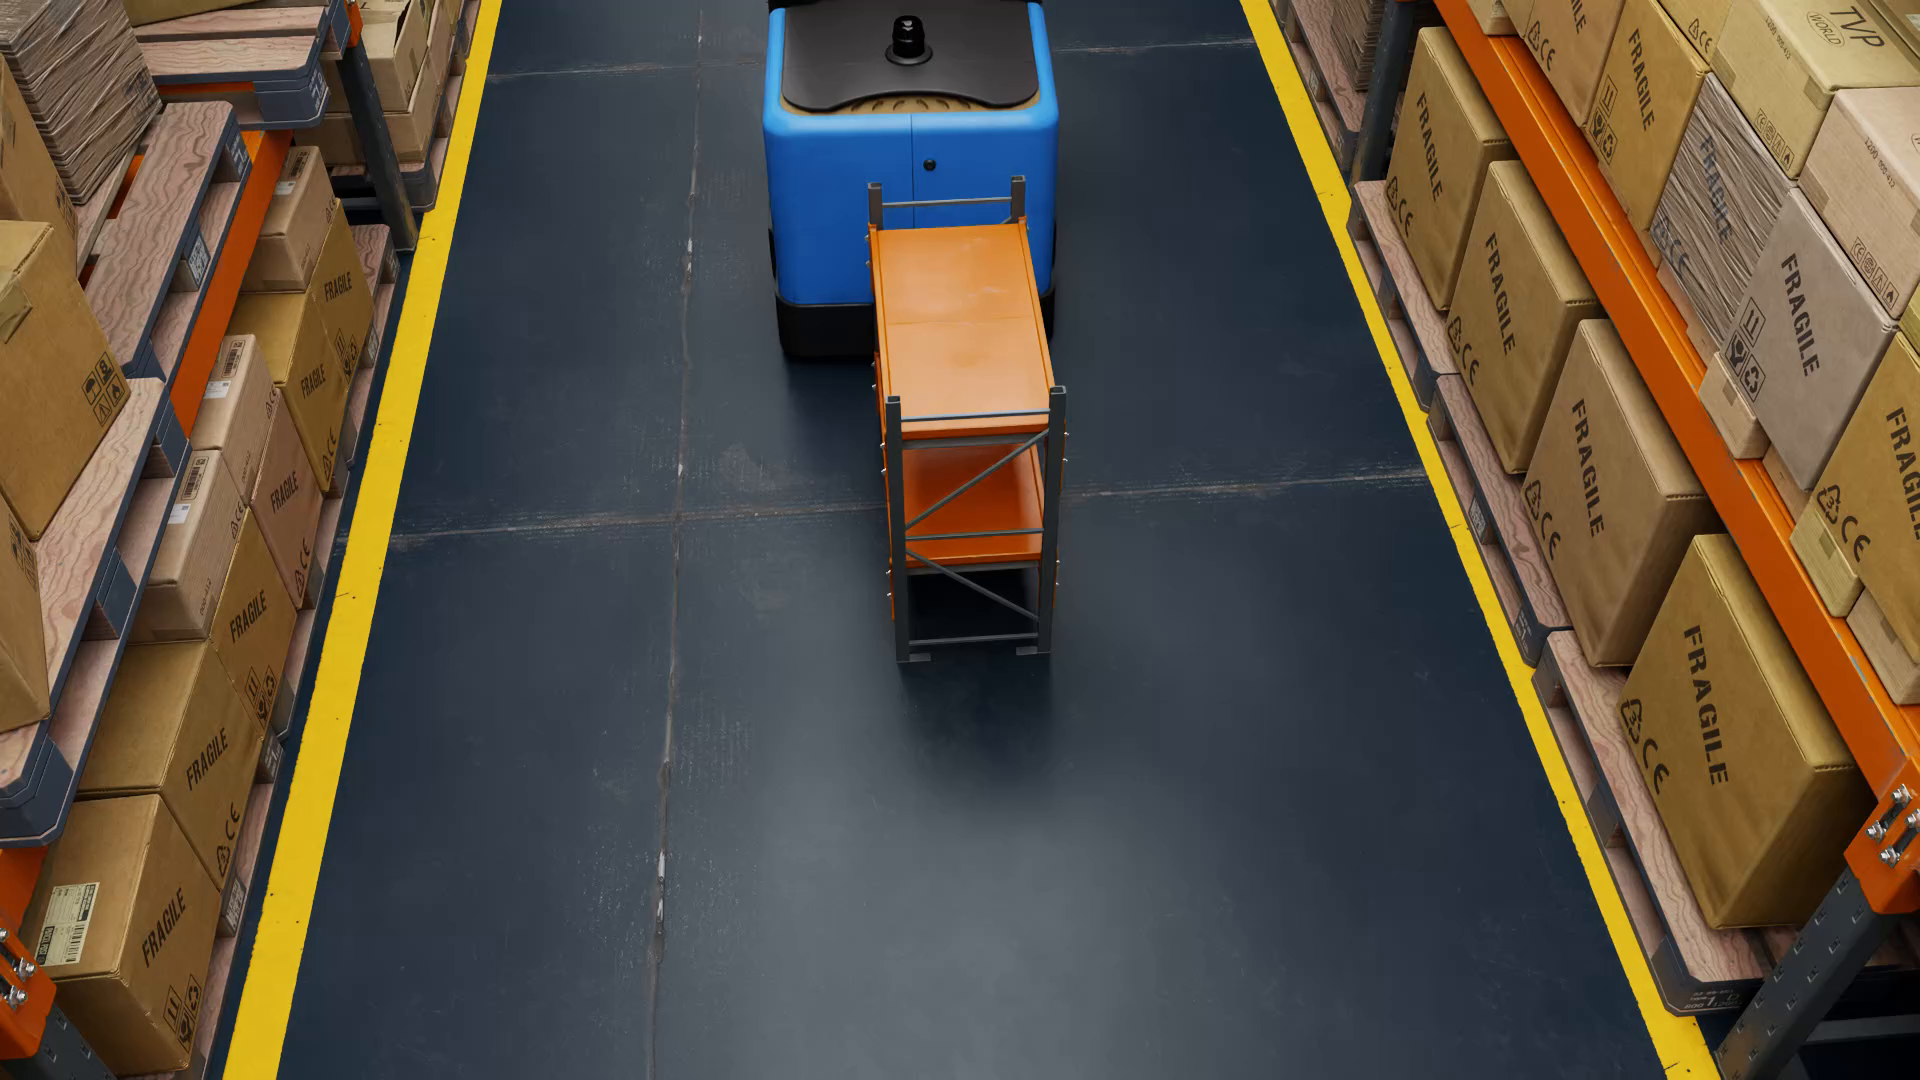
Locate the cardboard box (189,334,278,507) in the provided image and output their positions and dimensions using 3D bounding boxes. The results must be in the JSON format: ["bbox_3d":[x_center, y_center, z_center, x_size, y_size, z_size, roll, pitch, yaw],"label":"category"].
[{"bbox_3d":[-2.346,-0.339,4.907,0.500,0.250,0.500,-4,47,-4],"label":"cardboard box"}]

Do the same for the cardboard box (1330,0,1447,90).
[{"bbox_3d":[2.067,-2.346,7.324,0.700,0.500,0.500,-3,47,-3],"label":"cardboard box"}]

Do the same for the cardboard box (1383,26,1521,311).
[{"bbox_3d":[2.110,-1.401,6.202,0.750,0.750,0.750,-4,47,-4],"label":"cardboard box"}]

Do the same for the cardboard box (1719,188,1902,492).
[{"bbox_3d":[2.172,-0.473,3.844,0.500,0.500,0.500,-3,47,-3],"label":"cardboard box"}]

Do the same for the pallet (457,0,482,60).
[{"bbox_3d":[-2.886,-2.752,8.211,1.003,0.211,1.213,-3,47,-3],"label":"pallet"}]

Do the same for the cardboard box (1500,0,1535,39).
[{"bbox_3d":[2.000,-1.933,5.227,0.500,0.500,0.500,-2,47,-2],"label":"cardboard box"}]

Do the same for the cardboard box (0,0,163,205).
[{"bbox_3d":[-2.705,-1.289,4.547,0.700,0.500,0.500,4,47,4],"label":"cardboard box"}]

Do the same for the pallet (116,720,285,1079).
[{"bbox_3d":[-2.527,1.035,4.625,1.003,0.211,1.213,-3,47,-3],"label":"pallet"}]

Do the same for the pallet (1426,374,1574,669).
[{"bbox_3d":[2.269,-0.122,5.720,1.003,0.211,1.213,-3,47,-3],"label":"pallet"}]

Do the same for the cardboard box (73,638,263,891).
[{"bbox_3d":[-2.275,0.620,4.515,0.500,0.500,0.500,-3,47,-3],"label":"cardboard box"}]

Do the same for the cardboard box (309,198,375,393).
[{"bbox_3d":[-2.444,-0.862,5.919,0.500,0.500,0.500,-2,47,-2],"label":"cardboard box"}]

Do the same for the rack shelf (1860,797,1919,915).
[{"bbox_3d":[2.682,2.052,2.236,1.077,0.370,4.000,-3,47,-3],"label":"rack shelf"}]

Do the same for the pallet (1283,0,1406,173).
[{"bbox_3d":[2.116,-2.143,7.634,1.003,0.211,1.213,-3,47,-3],"label":"pallet"}]

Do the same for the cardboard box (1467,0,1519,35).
[{"bbox_3d":[1.927,-1.824,5.571,0.380,0.149,0.250,-2,47,-2],"label":"cardboard box"}]

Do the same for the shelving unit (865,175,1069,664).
[{"bbox_3d":[0.001,-0.382,5.337,0.538,1.125,1.048,-3,47,-3],"label":"shelving unit"}]

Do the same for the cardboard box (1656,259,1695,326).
[{"bbox_3d":[2.141,-0.712,4.517,0.380,0.149,0.250,-5,47,-4],"label":"cardboard box"}]

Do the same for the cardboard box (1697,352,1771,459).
[{"bbox_3d":[2.102,-0.349,4.174,0.380,0.149,0.250,-3,47,-3],"label":"cardboard box"}]

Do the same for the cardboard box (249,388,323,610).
[{"bbox_3d":[-2.351,-0.108,5.205,0.500,0.500,0.500,-5,47,-5],"label":"cardboard box"}]

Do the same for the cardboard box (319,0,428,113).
[{"bbox_3d":[-2.508,-2.021,6.816,0.500,0.311,0.500,-2,47,-2],"label":"cardboard box"}]

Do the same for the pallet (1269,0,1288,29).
[{"bbox_3d":[2.017,-3.023,8.468,1.003,0.211,1.213,-3,47,-3],"label":"pallet"}]

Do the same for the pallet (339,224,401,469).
[{"bbox_3d":[-2.732,-0.731,6.297,1.003,0.211,1.213,-3,47,-3],"label":"pallet"}]

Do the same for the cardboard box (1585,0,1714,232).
[{"bbox_3d":[2.091,-1.198,4.531,0.500,0.500,0.500,-2,47,-2],"label":"cardboard box"}]

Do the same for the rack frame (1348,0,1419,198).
[{"bbox_3d":[2.179,-2.536,6.086,1.000,3.000,0.127,-3,47,-3],"label":"rack frame"}]

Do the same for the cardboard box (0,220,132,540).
[{"bbox_3d":[-2.359,-0.367,3.674,0.700,0.500,0.500,3,47,3],"label":"cardboard box"}]

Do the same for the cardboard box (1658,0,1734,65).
[{"bbox_3d":[2.101,-1.474,4.276,0.500,0.250,0.500,-4,47,-4],"label":"cardboard box"}]

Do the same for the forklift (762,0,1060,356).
[{"bbox_3d":[-0.230,-2.767,6.352,1.130,2.935,3.031,-2,47,-2],"label":"forklift"}]

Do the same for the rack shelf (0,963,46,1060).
[{"bbox_3d":[-2.254,2.356,1.948,1.077,0.370,4.000,-3,47,-3],"label":"rack shelf"}]

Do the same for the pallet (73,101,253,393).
[{"bbox_3d":[-2.589,-0.759,4.536,1.003,0.211,1.213,-3,47,-3],"label":"pallet"}]

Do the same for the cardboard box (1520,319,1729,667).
[{"bbox_3d":[2.253,-0.152,5.020,0.750,0.750,0.750,-2,47,-2],"label":"cardboard box"}]

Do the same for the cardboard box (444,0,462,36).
[{"bbox_3d":[-2.600,-2.567,7.720,0.500,0.250,0.500,-5,47,-4],"label":"cardboard box"}]

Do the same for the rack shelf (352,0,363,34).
[{"bbox_3d":[-2.924,-3.432,7.430,1.077,0.370,4.000,-3,47,-3],"label":"rack shelf"}]

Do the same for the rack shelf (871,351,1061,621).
[{"bbox_3d":[0.001,-0.214,5.514,0.538,0.278,1.000,-3,47,-3],"label":"rack shelf"}]

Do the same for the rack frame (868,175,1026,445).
[{"bbox_3d":[-0.042,-0.750,5.685,0.500,1.125,0.032,-3,47,-3],"label":"rack frame"}]

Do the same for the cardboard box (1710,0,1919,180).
[{"bbox_3d":[2.144,-1.105,3.927,0.500,0.250,0.500,-3,47,-3],"label":"cardboard box"}]

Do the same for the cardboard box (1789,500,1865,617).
[{"bbox_3d":[2.159,0.029,3.816,0.380,0.149,0.250,-3,47,-3],"label":"cardboard box"}]

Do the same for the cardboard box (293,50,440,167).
[{"bbox_3d":[-2.508,-1.828,7.020,0.500,0.250,0.500,-4,47,-3],"label":"cardboard box"}]

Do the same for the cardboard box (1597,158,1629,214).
[{"bbox_3d":[2.115,-1.095,4.880,0.380,0.149,0.250,-3,47,-3],"label":"cardboard box"}]
